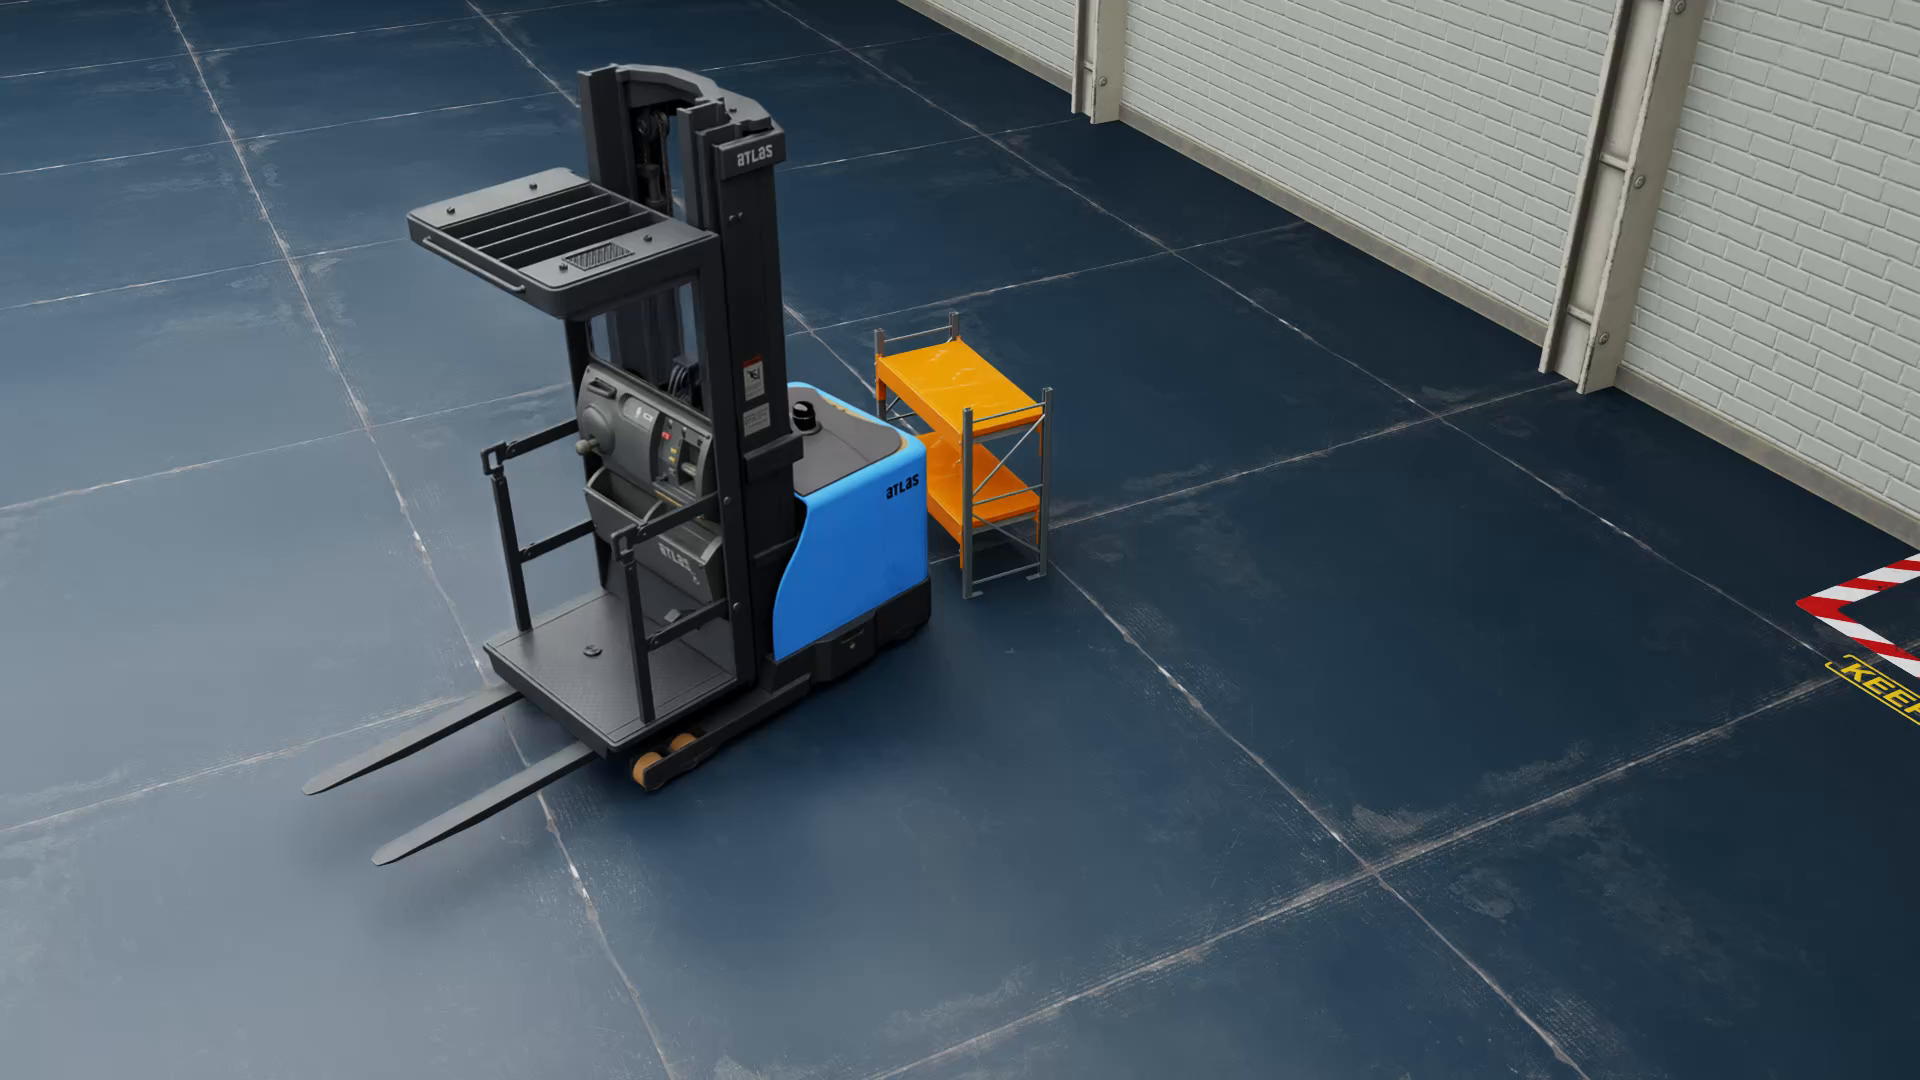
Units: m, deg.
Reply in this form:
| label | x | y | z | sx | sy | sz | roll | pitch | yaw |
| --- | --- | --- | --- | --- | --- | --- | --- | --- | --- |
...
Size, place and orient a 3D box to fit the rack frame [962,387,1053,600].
| label | x | y | z | sx | sy | sz | roll | pitch | yaw |
| --- | --- | --- | --- | --- | --- | --- | --- | --- | --- |
| rack frame | 0.240 | -0.228 | 8.582 | 0.500 | 1.125 | 0.032 | -16 | 36 | -23 |

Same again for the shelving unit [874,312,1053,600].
| label | x | y | z | sx | sy | sz | roll | pitch | yaw |
| --- | --- | --- | --- | --- | --- | --- | --- | --- | --- |
| shelving unit | 0.003 | -0.470 | 8.960 | 0.538 | 1.125 | 1.048 | -16 | 36 | -23 |

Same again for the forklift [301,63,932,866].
| label | x | y | z | sx | sy | sz | roll | pitch | yaw |
| --- | --- | --- | --- | --- | --- | --- | --- | --- | --- |
| forklift | -1.543 | -0.422 | 7.210 | 1.130 | 2.935 | 3.031 | 28 | 42 | 36 |

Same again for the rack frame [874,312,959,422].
| label | x | y | z | sx | sy | sz | roll | pitch | yaw |
| --- | --- | --- | --- | --- | --- | --- | --- | --- | --- |
| rack frame | -0.234 | -0.713 | 9.339 | 0.500 | 1.125 | 0.032 | -16 | 36 | -23 |

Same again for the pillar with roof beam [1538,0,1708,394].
| label | x | y | z | sx | sy | sz | roll | pitch | yaw |
| --- | --- | --- | --- | --- | --- | --- | --- | --- | --- |
| pillar with roof beam | 0.252 | -3.778 | 6.825 | 9.100 | 9.000 | 0.400 | -16 | 36 | -23 |

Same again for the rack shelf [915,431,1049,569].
| label | x | y | z | sx | sy | sz | roll | pitch | yaw |
| --- | --- | --- | --- | --- | --- | --- | --- | --- | --- |
| rack shelf | 0.003 | -0.265 | 9.092 | 0.538 | 0.278 | 1.000 | -16 | 36 | -23 |

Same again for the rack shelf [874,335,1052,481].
| label | x | y | z | sx | sy | sz | roll | pitch | yaw |
| --- | --- | --- | --- | --- | --- | --- | --- | --- | --- |
| rack shelf | 0.003 | -0.717 | 8.802 | 0.538 | 0.278 | 1.000 | -16 | 36 | -23 |

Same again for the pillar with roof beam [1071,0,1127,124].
| label | x | y | z | sx | sy | sz | roll | pitch | yaw |
| --- | --- | --- | --- | --- | --- | --- | --- | --- | --- |
| pillar with roof beam | -2.546 | -6.642 | 11.294 | 9.100 | 9.000 | 0.400 | -16 | 36 | -23 |
